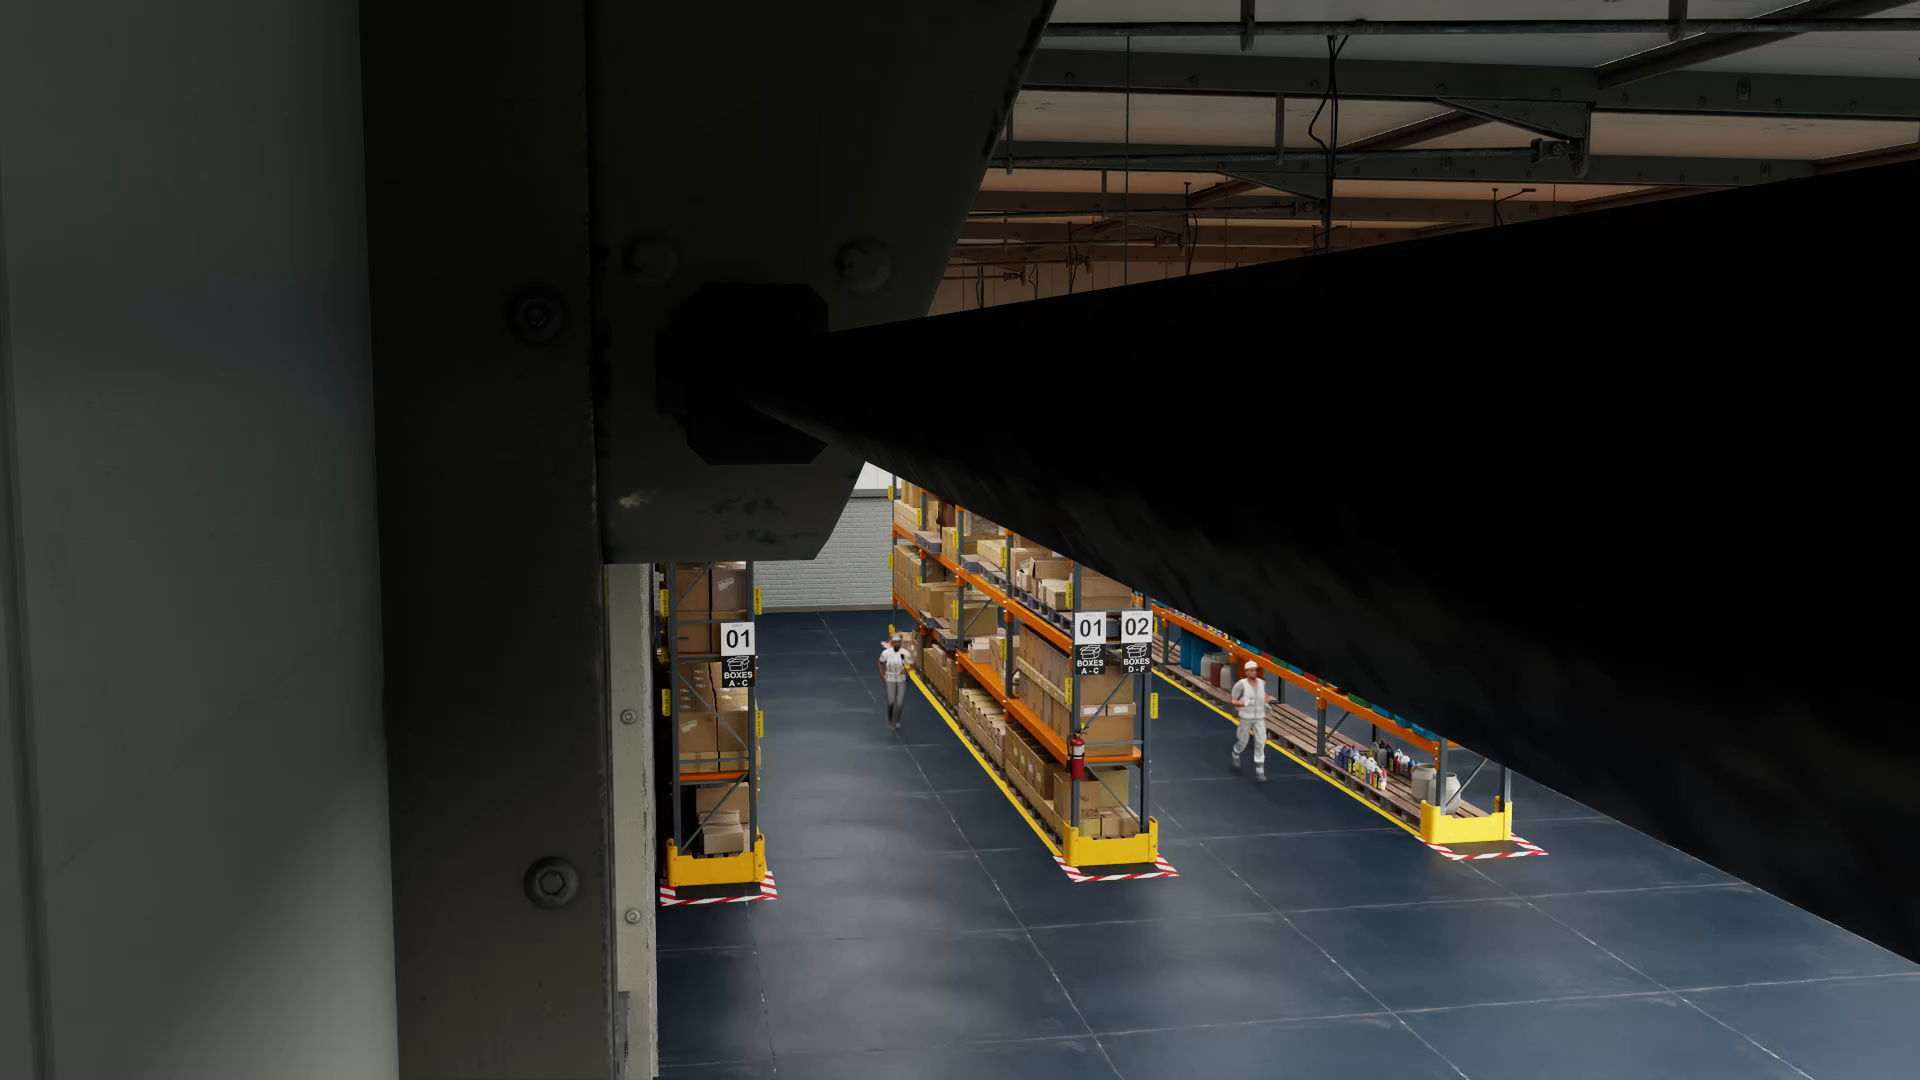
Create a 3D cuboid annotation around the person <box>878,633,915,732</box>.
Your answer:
[{"bbox_3d":[-1.098,2.429,28.390,0.595,1.692,0.587,0,6,-3],"label":"person"}]

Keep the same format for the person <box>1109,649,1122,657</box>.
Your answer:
[{"bbox_3d":[2.725,2.186,30.326,0.634,1.727,0.563,-1,6,-12],"label":"person"}]

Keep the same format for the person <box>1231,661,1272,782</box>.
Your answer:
[{"bbox_3d":[4.406,2.705,25.171,0.662,1.766,0.993,-1,6,-11],"label":"person"}]
